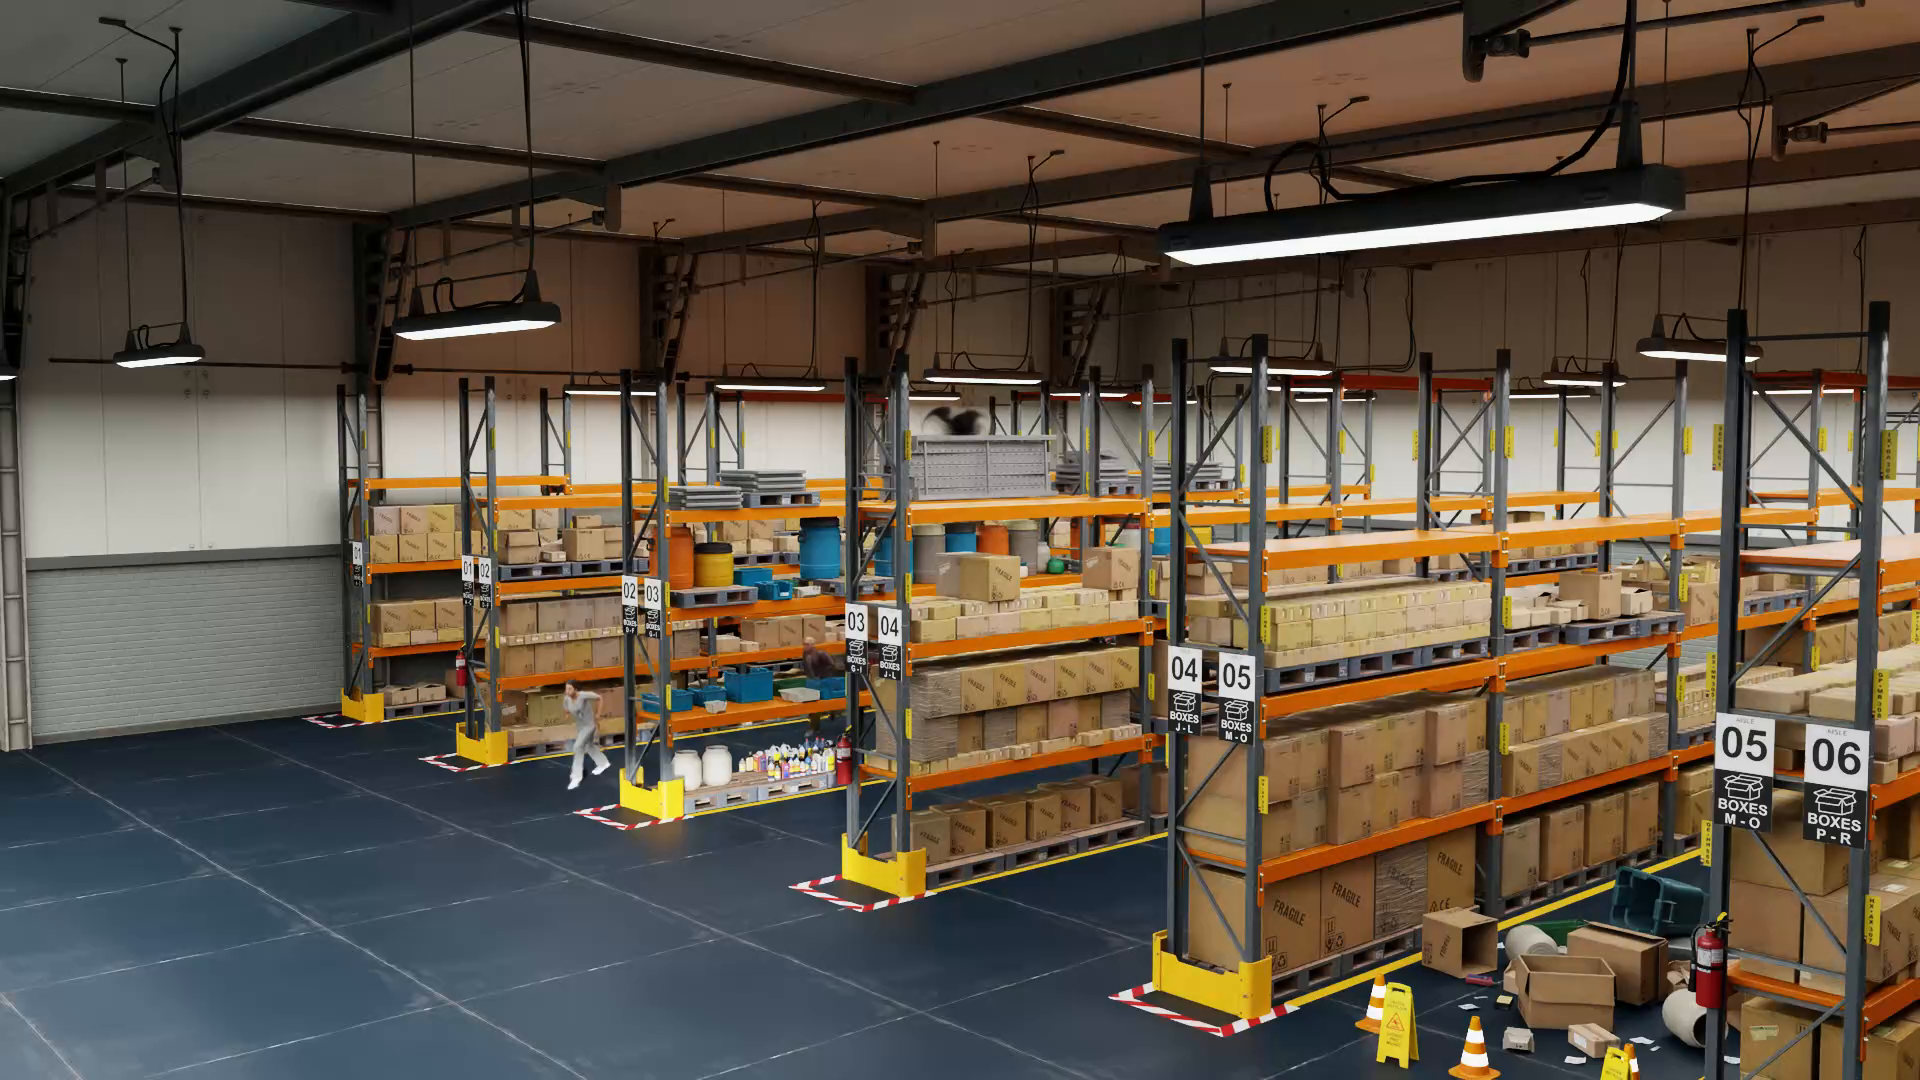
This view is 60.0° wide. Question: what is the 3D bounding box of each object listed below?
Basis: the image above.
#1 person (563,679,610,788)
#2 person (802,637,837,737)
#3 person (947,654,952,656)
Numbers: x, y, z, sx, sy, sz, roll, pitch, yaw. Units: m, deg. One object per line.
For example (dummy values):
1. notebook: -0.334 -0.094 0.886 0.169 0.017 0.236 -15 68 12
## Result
1. person: -5.447 2.794 24.413 0.605 1.625 0.951 2 4 24
2. person: -2.342 2.476 28.312 0.711 1.724 0.874 3 5 35
3. person: -0.544 2.396 28.572 0.783 1.725 0.716 -3 5 -39
